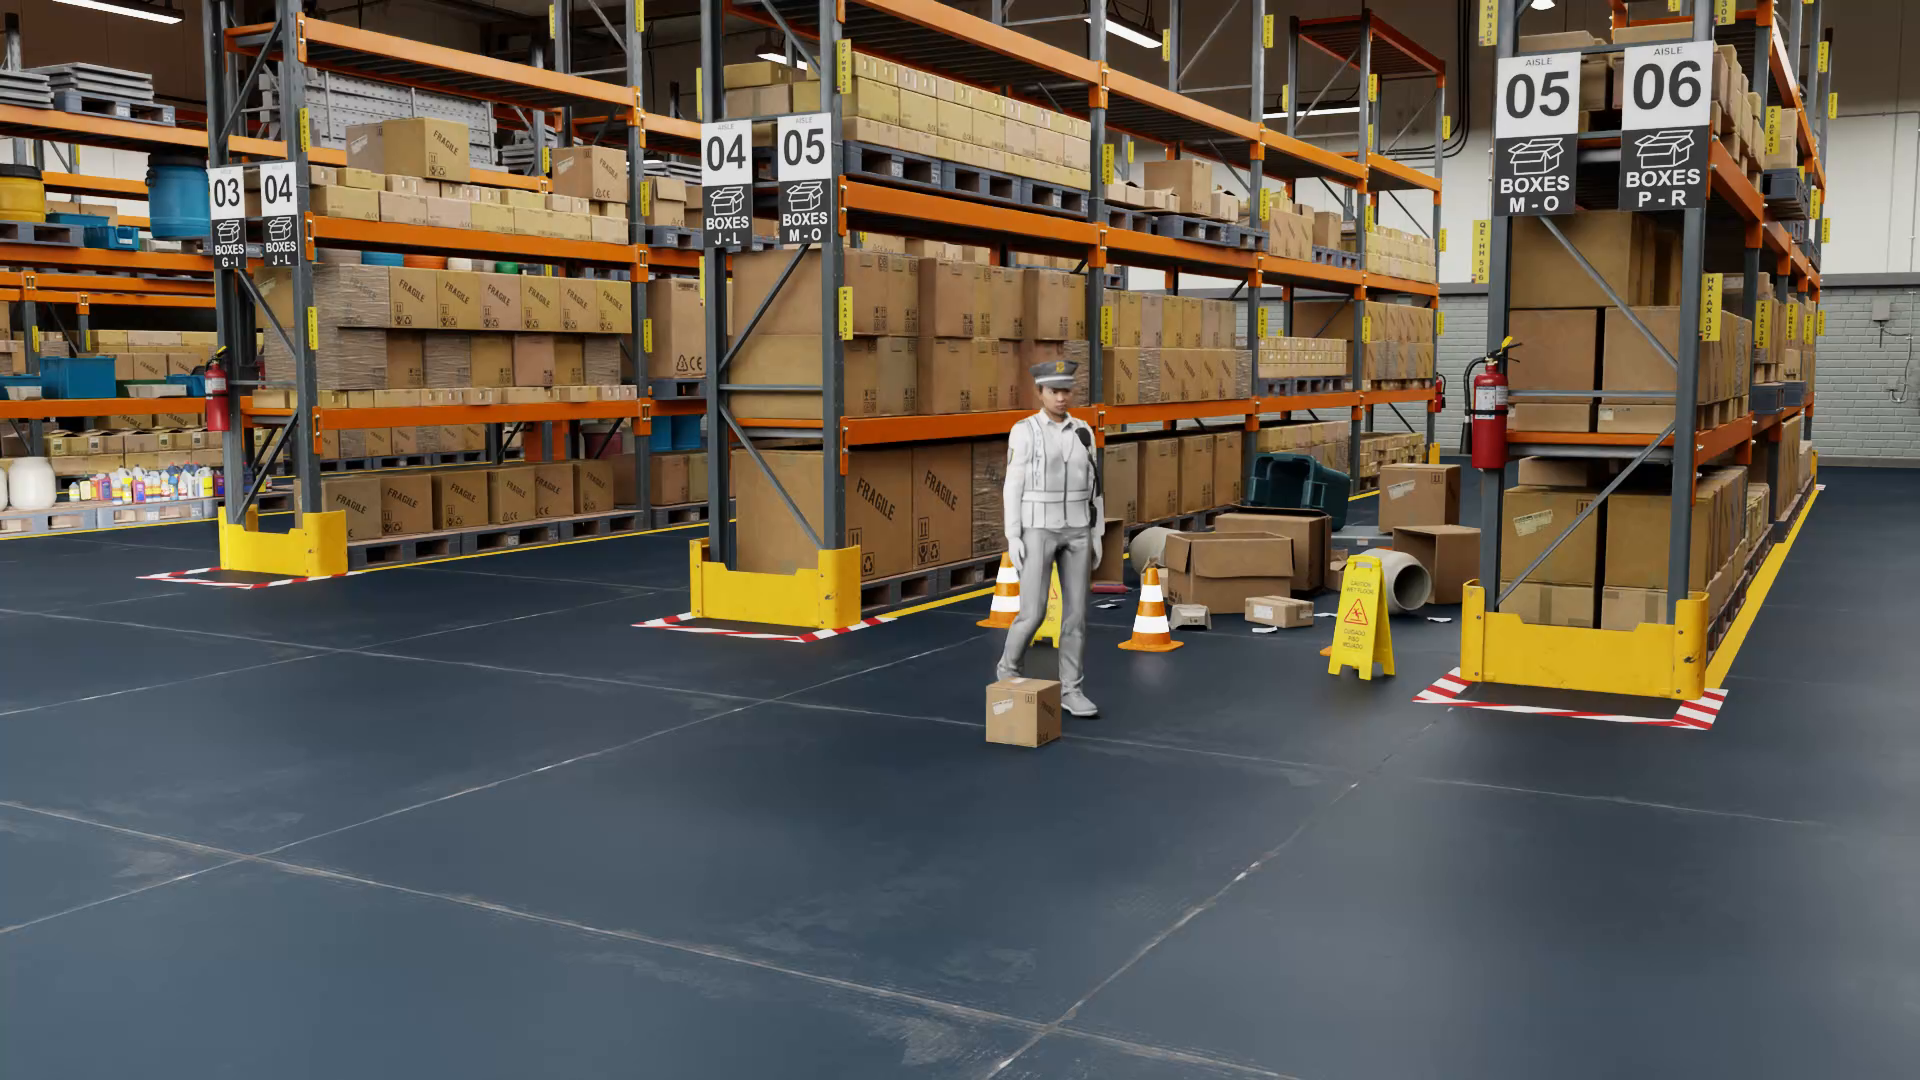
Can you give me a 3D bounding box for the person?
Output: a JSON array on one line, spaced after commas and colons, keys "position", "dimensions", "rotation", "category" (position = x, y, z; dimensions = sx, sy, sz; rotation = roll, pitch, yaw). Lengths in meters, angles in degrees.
[{"position": [0.449, -0.016, 7.884], "dimensions": [0.516, 1.672, 0.485], "rotation": [-2, 6, -20], "category": "person"}]
